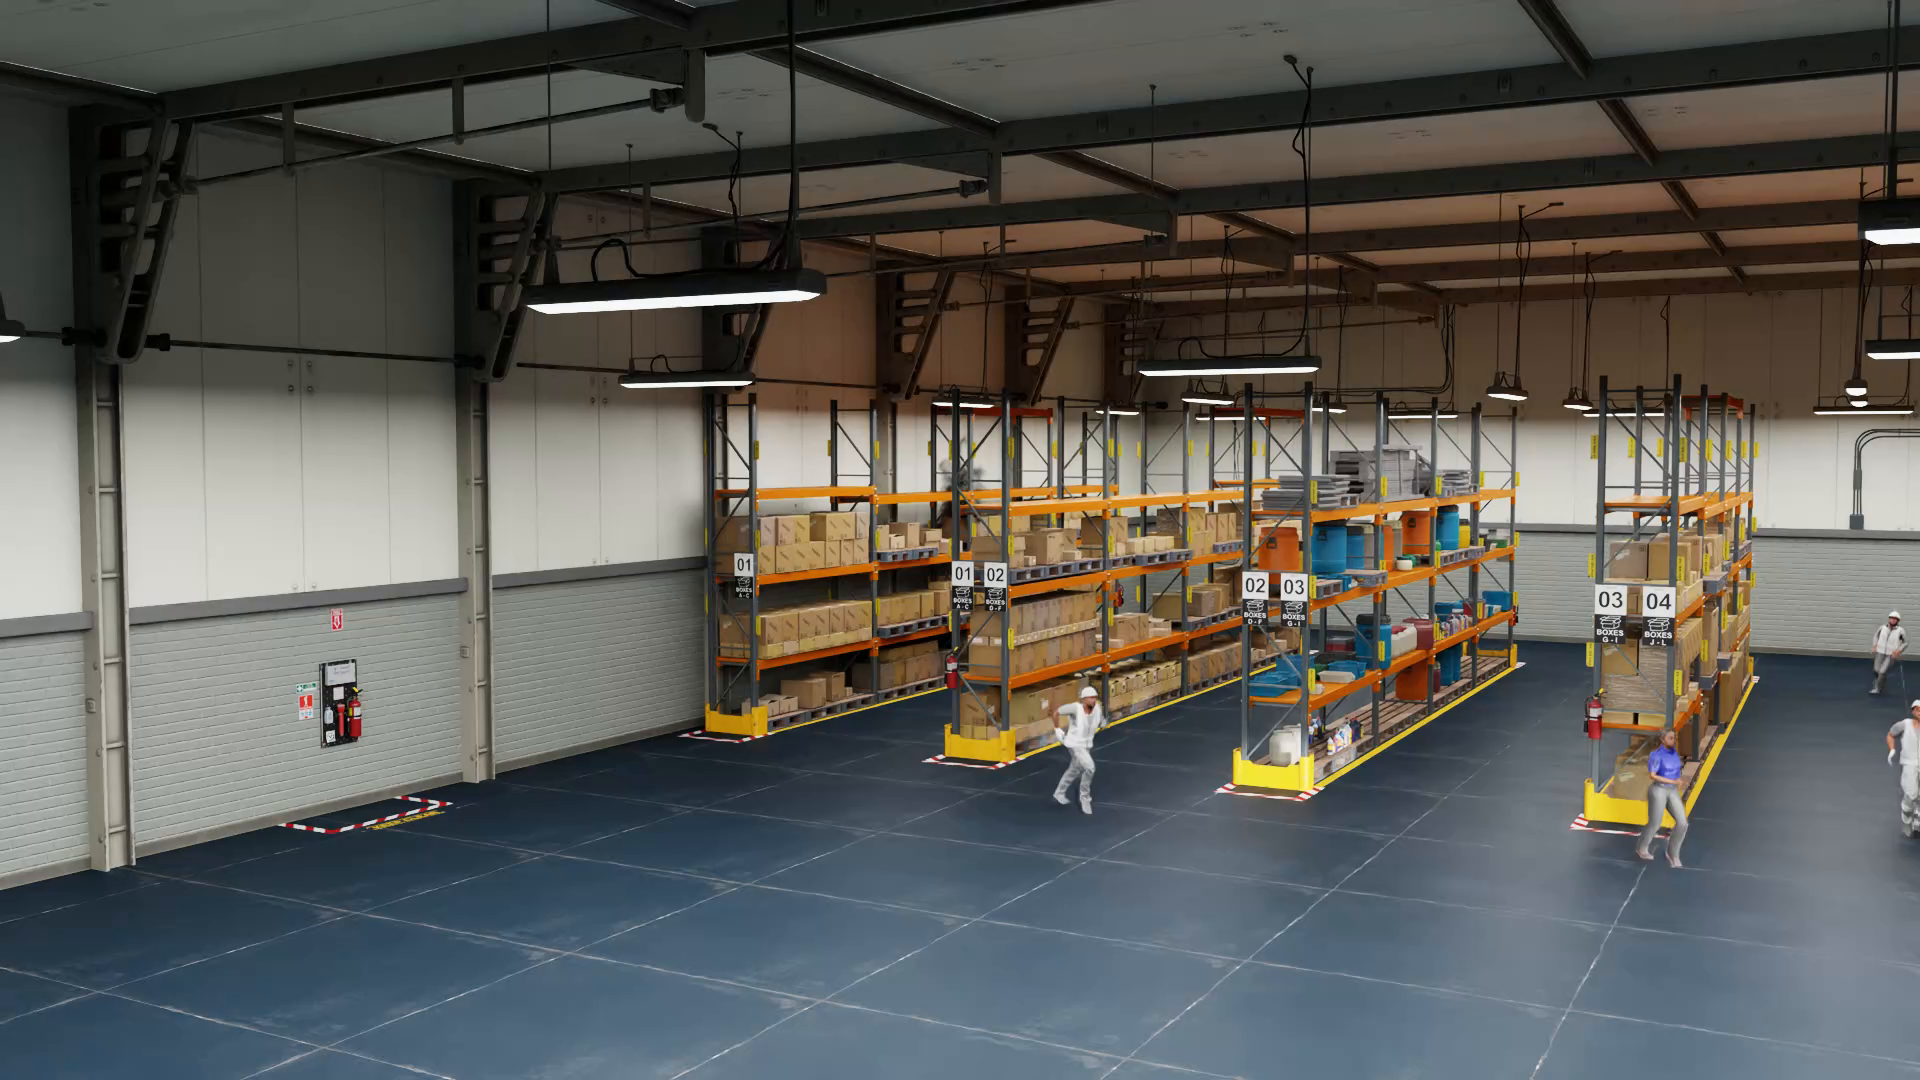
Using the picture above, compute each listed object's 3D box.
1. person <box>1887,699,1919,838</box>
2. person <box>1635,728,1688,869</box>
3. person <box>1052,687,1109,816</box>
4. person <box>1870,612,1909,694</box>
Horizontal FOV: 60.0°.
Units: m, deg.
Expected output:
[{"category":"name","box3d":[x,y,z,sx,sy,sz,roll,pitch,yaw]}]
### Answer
[{"category":"person","box3d":[12.345,2.948,21.448,0.640,1.792,0.709,1,3,20]},{"category":"person","box3d":[8.493,3.116,20.017,0.593,1.728,0.735,-1,3,-23]},{"category":"person","box3d":[1.639,2.889,23.020,0.671,1.770,0.959,-3,4,-44]},{"category":"person","box3d":[19.031,2.315,34.045,0.684,1.698,0.539,3,4,45]}]
